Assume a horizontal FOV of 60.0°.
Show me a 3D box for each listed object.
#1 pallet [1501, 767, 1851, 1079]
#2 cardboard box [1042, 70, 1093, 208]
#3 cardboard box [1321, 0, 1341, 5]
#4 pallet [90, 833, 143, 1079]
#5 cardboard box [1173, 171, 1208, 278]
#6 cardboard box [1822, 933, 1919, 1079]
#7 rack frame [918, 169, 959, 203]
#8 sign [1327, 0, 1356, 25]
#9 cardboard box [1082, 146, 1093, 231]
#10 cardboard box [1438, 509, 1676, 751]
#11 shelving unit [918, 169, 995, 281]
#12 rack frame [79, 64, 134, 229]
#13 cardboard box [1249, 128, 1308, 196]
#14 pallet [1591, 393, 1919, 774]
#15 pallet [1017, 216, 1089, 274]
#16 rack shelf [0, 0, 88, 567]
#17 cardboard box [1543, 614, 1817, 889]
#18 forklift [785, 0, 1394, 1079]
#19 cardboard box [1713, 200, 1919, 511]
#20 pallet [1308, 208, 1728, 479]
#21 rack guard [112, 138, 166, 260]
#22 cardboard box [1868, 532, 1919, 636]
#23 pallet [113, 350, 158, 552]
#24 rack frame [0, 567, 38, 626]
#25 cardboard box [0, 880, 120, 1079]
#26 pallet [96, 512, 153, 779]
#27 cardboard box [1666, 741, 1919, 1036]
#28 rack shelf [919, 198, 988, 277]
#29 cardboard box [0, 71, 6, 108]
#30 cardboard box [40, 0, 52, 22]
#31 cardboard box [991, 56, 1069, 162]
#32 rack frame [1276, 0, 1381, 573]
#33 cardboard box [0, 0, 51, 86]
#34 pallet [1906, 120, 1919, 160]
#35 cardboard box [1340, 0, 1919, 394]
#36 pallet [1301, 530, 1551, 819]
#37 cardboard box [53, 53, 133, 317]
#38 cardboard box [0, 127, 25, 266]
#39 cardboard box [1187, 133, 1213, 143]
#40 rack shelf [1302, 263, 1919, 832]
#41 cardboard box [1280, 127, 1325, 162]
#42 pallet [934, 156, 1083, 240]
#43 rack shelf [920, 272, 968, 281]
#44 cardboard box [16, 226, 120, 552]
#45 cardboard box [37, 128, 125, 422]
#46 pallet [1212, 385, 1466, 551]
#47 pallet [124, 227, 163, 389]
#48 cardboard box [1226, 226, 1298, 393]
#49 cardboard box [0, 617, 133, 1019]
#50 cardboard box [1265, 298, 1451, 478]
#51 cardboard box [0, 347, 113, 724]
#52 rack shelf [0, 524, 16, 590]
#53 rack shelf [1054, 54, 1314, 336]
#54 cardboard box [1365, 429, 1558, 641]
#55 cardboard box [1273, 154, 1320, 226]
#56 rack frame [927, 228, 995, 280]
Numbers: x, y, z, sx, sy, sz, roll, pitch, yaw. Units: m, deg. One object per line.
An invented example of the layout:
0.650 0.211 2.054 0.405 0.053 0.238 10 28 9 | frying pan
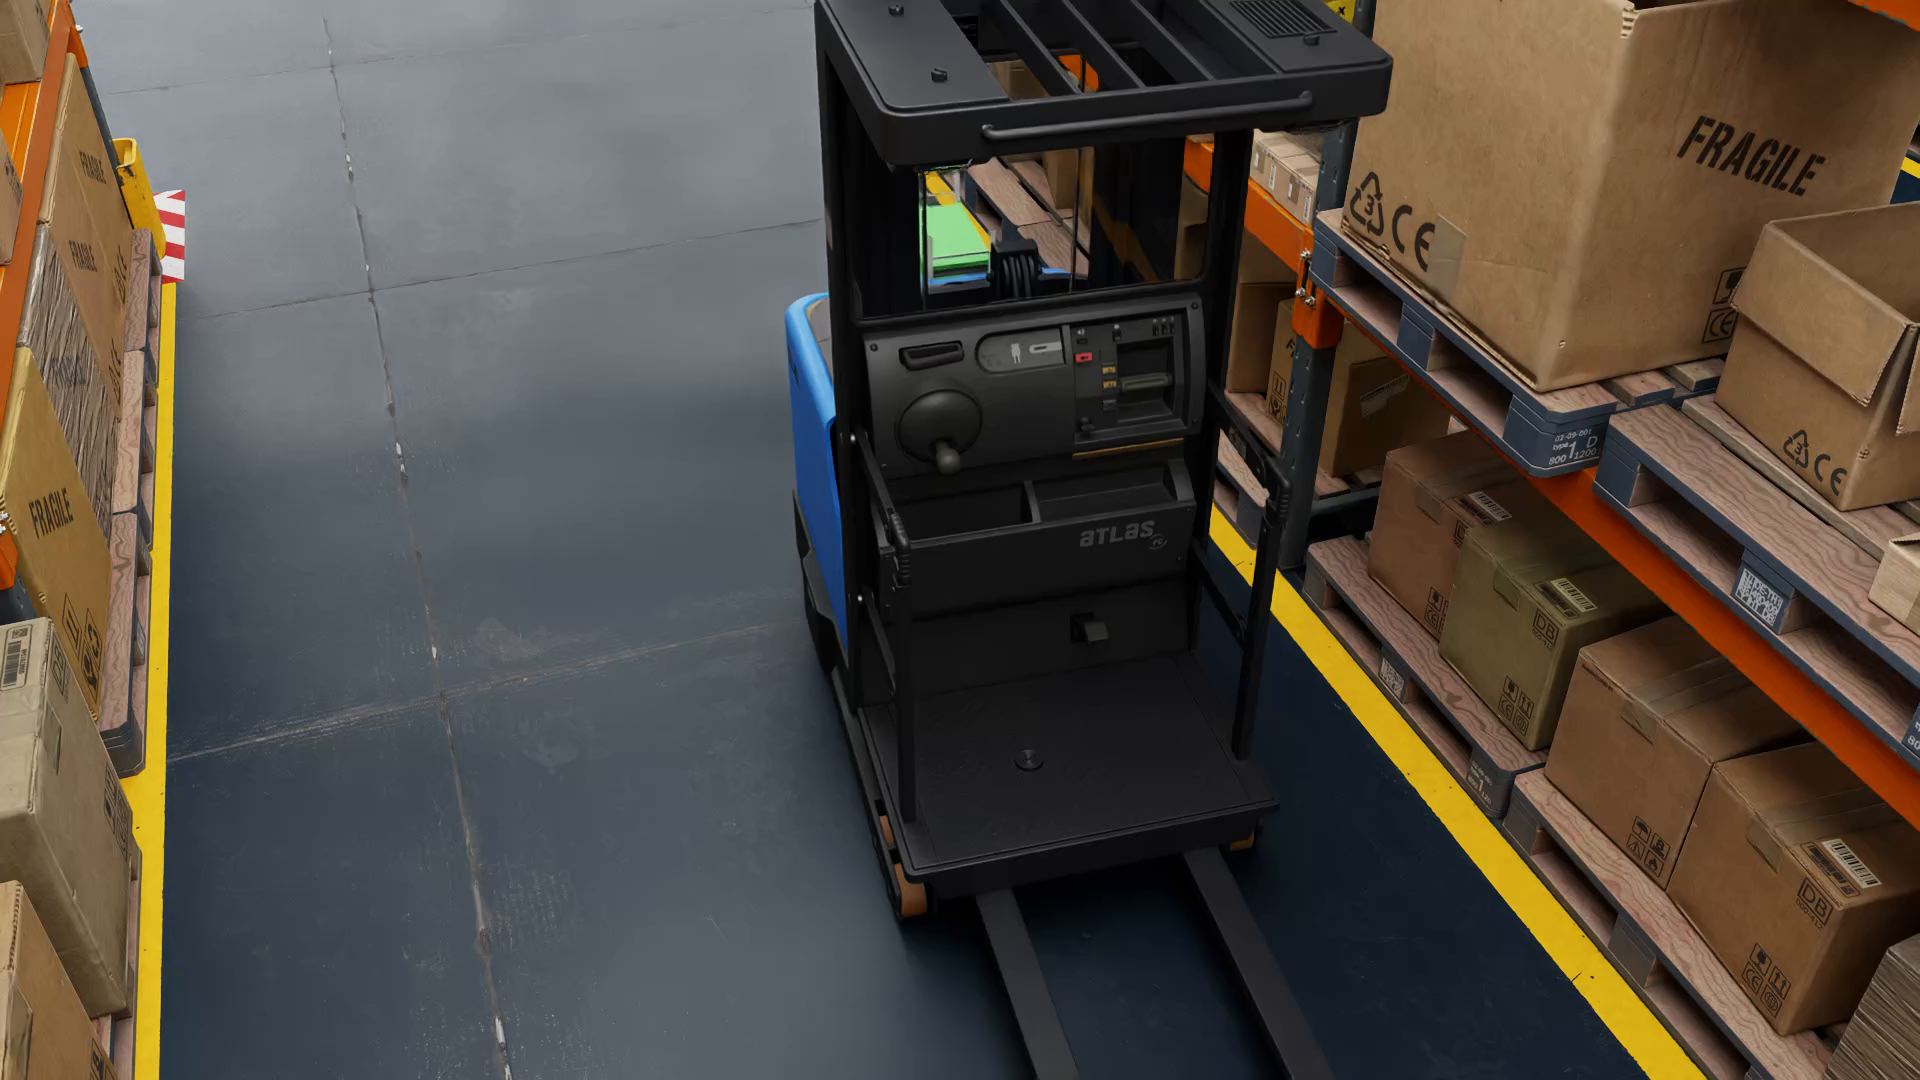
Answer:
2.318 1.026 4.712 1.003 0.211 1.213 -12 39 -16 | pallet
0.686 -1.959 8.087 0.500 0.500 0.500 -3 37 -4 | cardboard box
1.212 -1.973 5.214 0.500 0.500 0.500 -12 39 -16 | cardboard box
-2.730 1.287 4.366 1.003 0.211 1.213 -12 39 -16 | pallet
1.033 -1.277 7.181 0.500 0.500 0.500 -16 40 -20 | cardboard box
2.549 1.180 3.902 0.700 0.500 0.500 -16 40 -20 | cardboard box
-0.120 -0.848 6.379 0.240 1.200 0.015 -9 38 -12 | rack frame
1.118 -1.446 4.957 0.100 0.325 0.005 -12 39 -16 | sign
0.883 -1.602 7.612 0.500 0.500 0.500 -9 38 -12 | cardboard box
1.963 0.230 5.163 0.700 0.500 0.500 -13 39 -16 | cardboard box
-0.059 -0.706 6.190 0.258 1.200 0.503 -9 38 -12 | shelving unit
-4.443 -2.507 7.085 1.000 3.000 0.127 -12 39 -16 | rack frame
1.198 -1.321 5.719 0.380 0.149 0.250 -12 39 -16 | cardboard box
2.282 0.009 3.904 1.003 0.211 1.213 -12 39 -16 | pallet
0.937 -1.166 7.622 1.003 0.211 1.213 -12 39 -16 | pallet
-3.755 -1.090 5.802 1.077 0.370 4.000 -12 39 -16 | rack shelf
2.156 0.546 4.744 0.700 0.500 0.500 -16 40 -20 | cardboard box
0.266 -0.342 4.268 1.130 2.935 3.031 -9 38 -12 | forklift
2.308 -0.466 3.941 0.797 0.503 0.637 -9 38 -11 | cardboard box
1.752 -0.679 4.817 1.003 0.211 1.213 -12 39 -16 | pallet
-4.451 -1.522 7.855 1.175 0.500 0.348 -12 39 -16 | rack guard
2.174 0.042 3.463 0.396 0.266 0.258 -14 39 -17 | cardboard box
-3.678 -0.270 6.433 1.003 0.211 1.213 -12 39 -16 | pallet
-3.067 -0.247 4.085 1.000 3.000 0.127 -12 39 -16 | rack frame
-2.440 1.361 3.470 1.050 0.750 0.750 -12 39 -16 | cardboard box
-3.255 0.421 5.516 1.003 0.211 1.213 -12 39 -16 | pallet
2.348 0.861 4.325 0.700 0.500 0.500 -9 38 -12 | cardboard box
-0.059 -1.039 5.940 0.258 0.148 0.480 -9 38 -12 | rack shelf
-3.988 -1.718 5.913 0.875 0.550 0.550 -12 39 -16 | cardboard box
-4.273 -2.367 6.774 0.875 0.550 0.550 -12 39 -16 | cardboard box
0.448 -2.290 8.526 0.500 0.500 0.500 -6 37 -7 | cardboard box
1.625 -1.217 5.373 1.000 3.000 0.127 -12 39 -16 | rack frame
-4.063 -2.061 6.368 0.875 0.550 0.550 -12 39 -16 | cardboard box
5.660 -2.207 9.005 1.003 0.211 1.213 -12 39 -16 | pallet
1.767 -1.147 4.432 1.000 1.000 1.000 -12 39 -16 | cardboard box
1.894 0.336 5.628 1.003 0.211 1.213 -12 39 -16 | pallet
-4.148 -1.457 7.108 0.875 0.875 0.875 -12 39 -16 | cardboard box
-3.491 -1.149 5.157 0.875 0.550 0.550 -12 39 -16 | cardboard box
0.978 -1.592 6.080 0.380 0.149 0.250 -12 39 -16 | cardboard box
2.313 0.200 4.089 1.077 0.370 4.000 -12 39 -16 | rack shelf
1.528 -1.643 5.608 0.875 0.500 0.500 -12 39 -16 | cardboard box
0.521 -1.854 8.536 1.003 0.211 1.213 -12 39 -16 | pallet
-0.059 -0.847 6.085 0.258 0.148 0.480 -9 38 -12 | rack shelf
-3.531 -0.445 5.764 0.875 0.875 0.875 -12 39 -16 | cardboard box
-3.843 -0.960 6.448 0.875 0.875 0.875 -13 39 -17 | cardboard box
1.361 -0.475 6.706 1.003 0.211 1.213 -12 39 -16 | pallet
-4.095 -0.958 7.346 1.003 0.211 1.213 -12 39 -16 | pallet
1.321 -0.943 6.737 0.500 0.500 0.500 -1 37 -1 | cardboard box
-2.769 0.816 4.195 1.050 0.750 0.750 -13 39 -16 | cardboard box
1.525 -0.621 6.310 0.500 0.500 0.500 -14 39 -17 | cardboard box
-3.217 0.064 5.089 0.875 0.875 0.875 -12 39 -15 | cardboard box
-2.378 1.170 2.802 1.077 0.370 4.000 -12 39 -16 | rack shelf
0.937 -2.060 7.089 1.077 0.370 4.000 -12 39 -16 | rack shelf
1.816 -0.043 5.526 0.700 0.500 0.500 -15 40 -19 | cardboard box
1.275 -1.177 5.529 0.380 0.149 0.250 -12 39 -16 | cardboard box
0.002 -0.564 6.002 0.240 1.200 0.015 -9 38 -12 | rack frame
